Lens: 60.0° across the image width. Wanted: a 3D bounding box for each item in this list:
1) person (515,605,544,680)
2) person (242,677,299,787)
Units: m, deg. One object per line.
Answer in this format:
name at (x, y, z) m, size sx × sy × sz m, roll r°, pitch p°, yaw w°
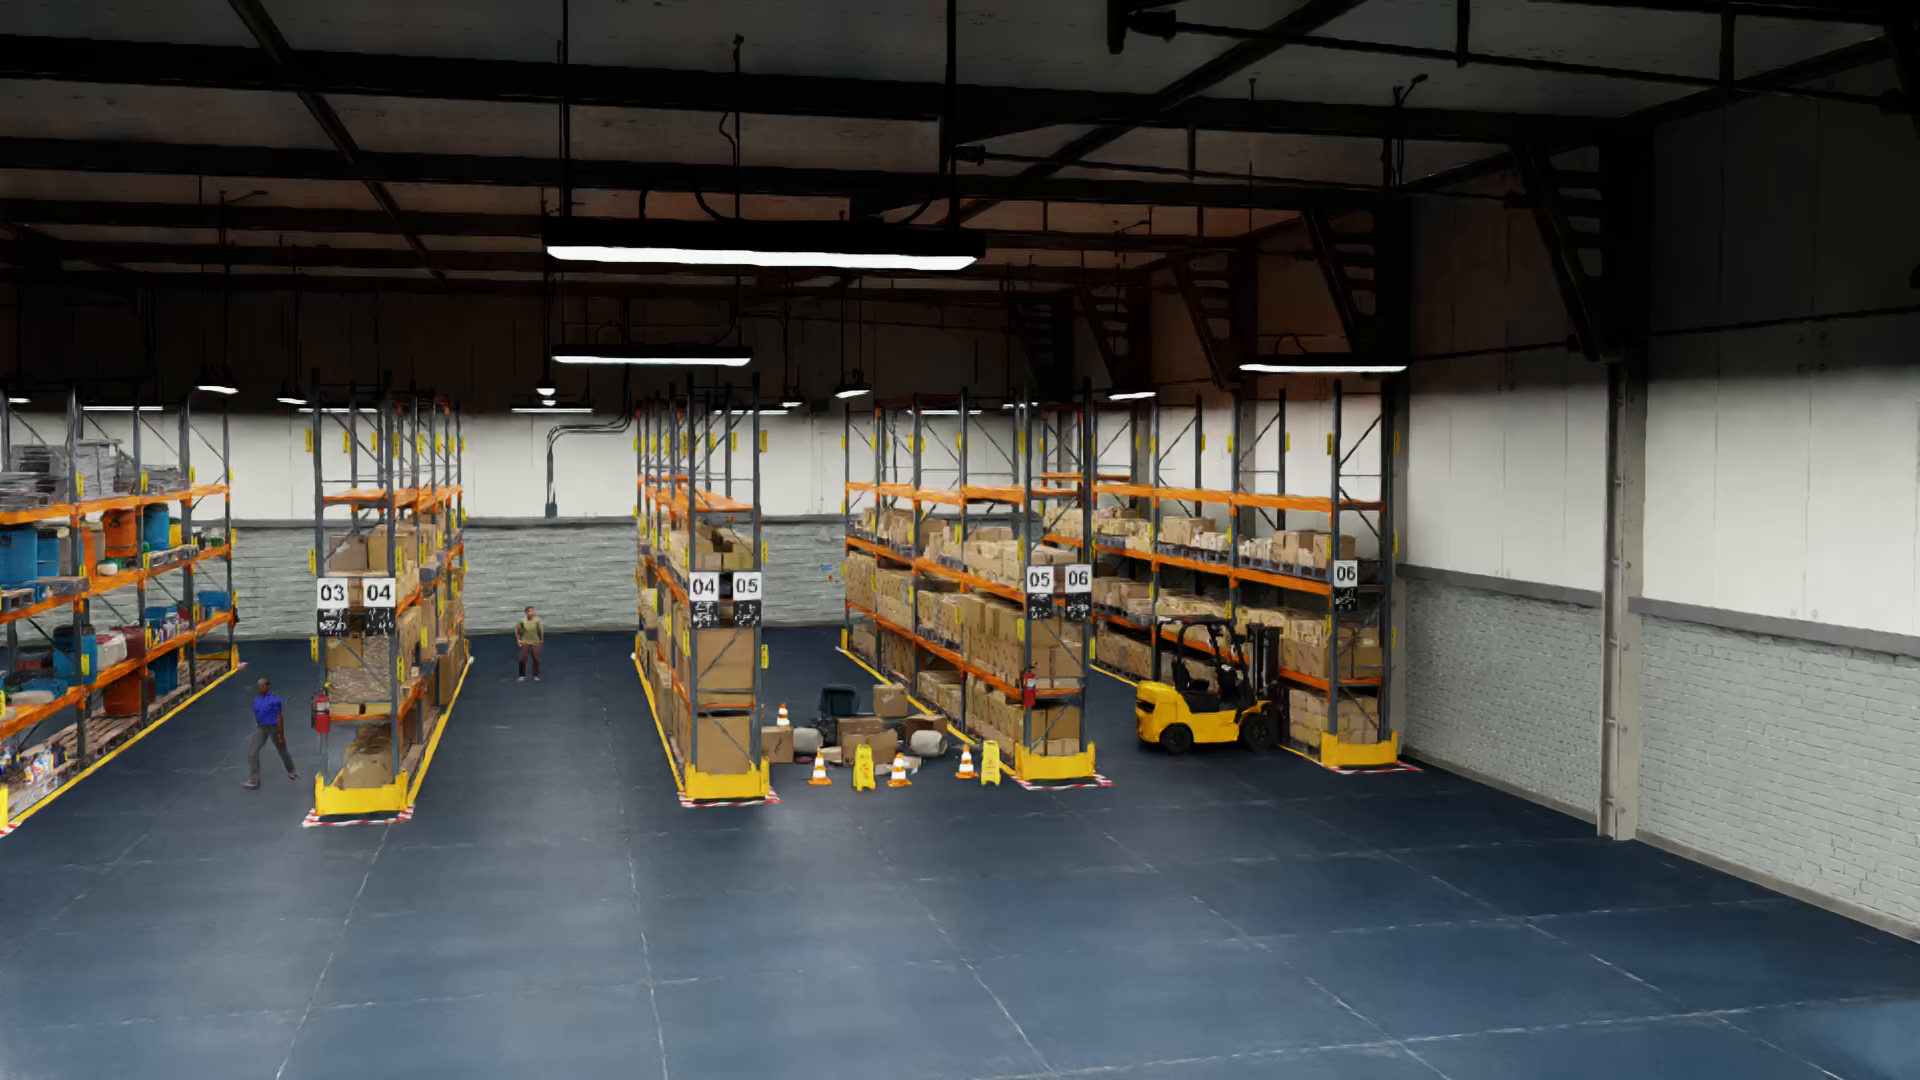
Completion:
person at (-9.089, 2.172, 35.140) m, size 0.598 × 1.619 × 0.507 m, roll -1°, pitch 3°, yaw -16°
person at (-10.136, 2.797, 24.453) m, size 0.503 × 1.579 × 0.943 m, roll 0°, pitch 3°, yaw 8°
